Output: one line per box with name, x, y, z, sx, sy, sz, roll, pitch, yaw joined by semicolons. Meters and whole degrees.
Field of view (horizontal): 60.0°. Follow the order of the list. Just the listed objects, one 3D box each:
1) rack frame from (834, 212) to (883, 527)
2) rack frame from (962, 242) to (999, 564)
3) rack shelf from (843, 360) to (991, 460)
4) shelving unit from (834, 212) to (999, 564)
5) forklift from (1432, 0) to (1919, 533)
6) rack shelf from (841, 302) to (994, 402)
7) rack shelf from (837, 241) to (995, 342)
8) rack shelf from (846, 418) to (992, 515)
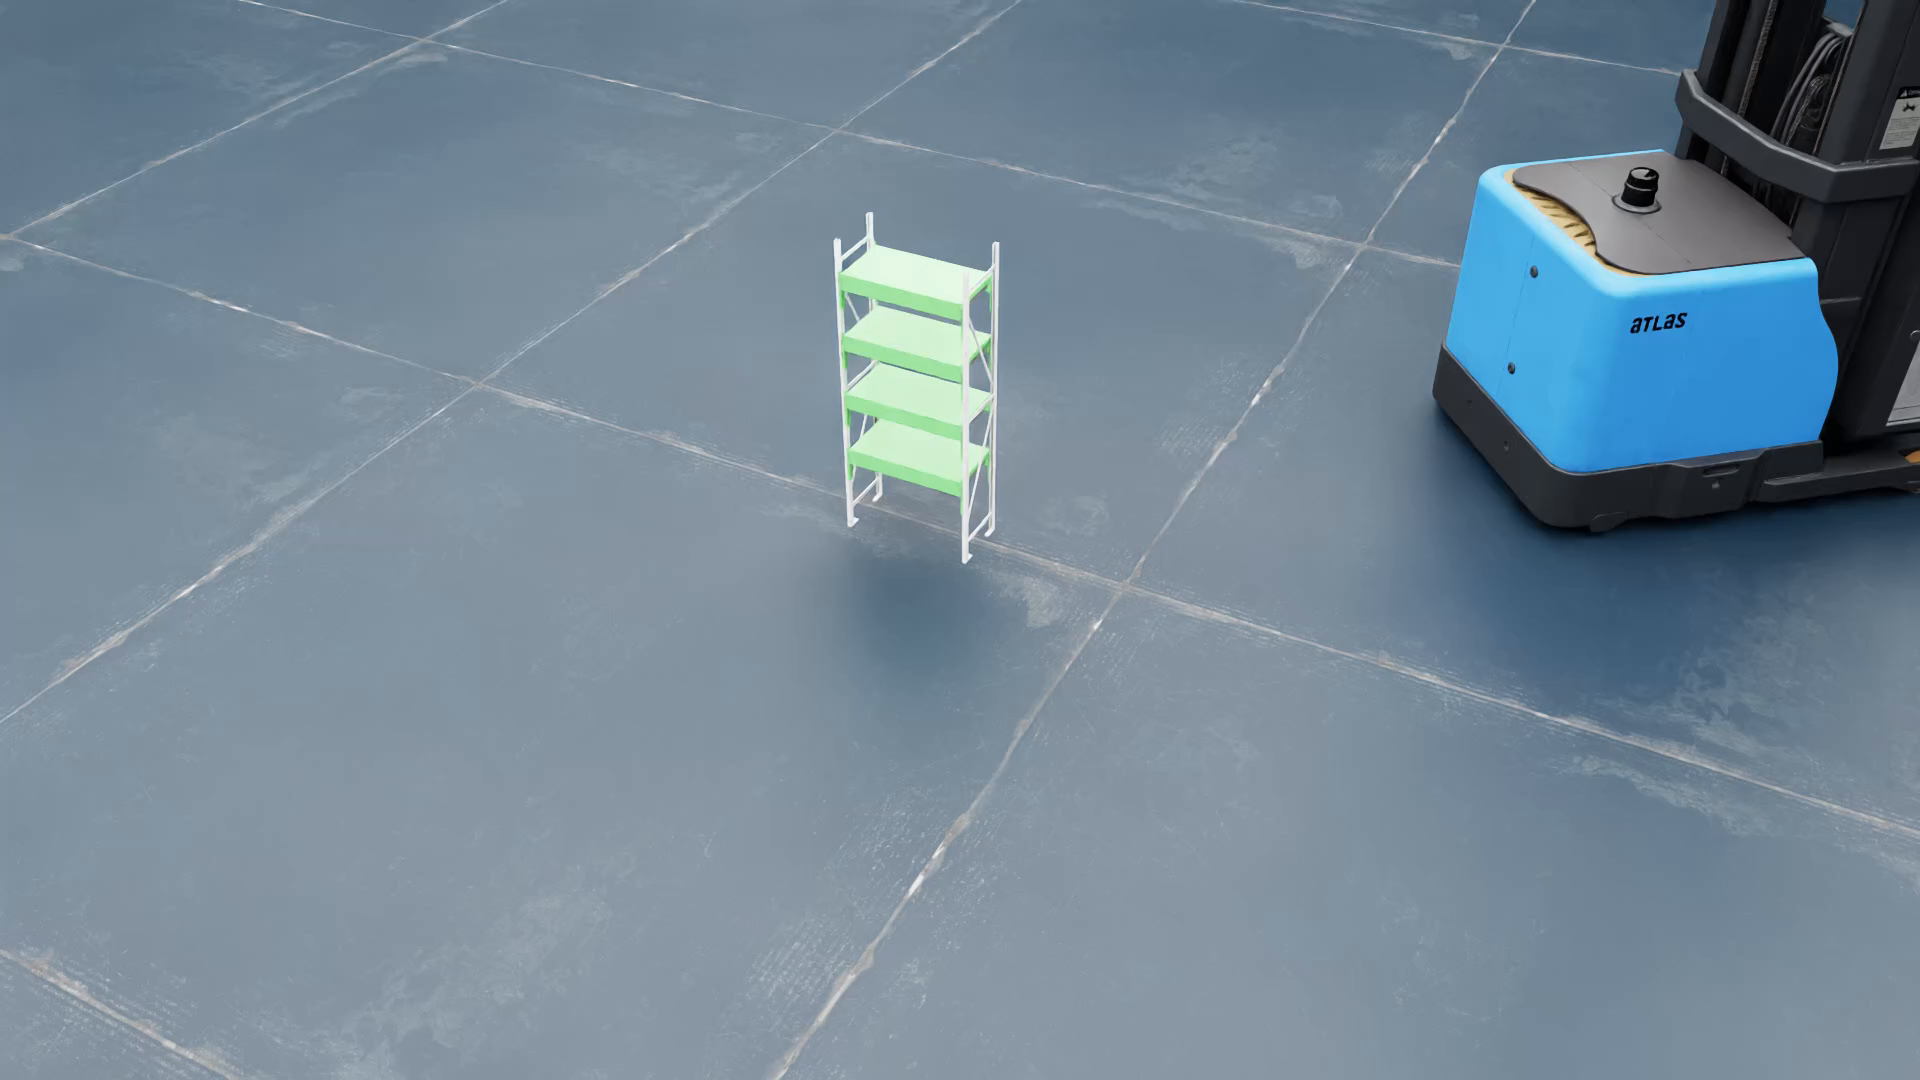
rack frame;-0.364;-0.592;6.037;0.015;1.200;0.240;17;41;21
rack frame;0.070;-0.456;5.858;0.015;1.200;0.240;17;41;21
rack shelf;-0.147;-0.473;5.987;0.480;0.148;0.258;17;41;21
shelving unit;-0.147;-0.524;5.948;0.503;1.200;0.258;17;41;21
forklift;3.540;-1.655;6.006;3.031;2.935;1.130;-8;38;-10
rack shelf;-0.147;-0.664;5.841;0.480;0.148;0.258;17;41;21
rack shelf;-0.147;-0.855;5.696;0.480;0.148;0.258;17;41;21
rack shelf;-0.147;-0.282;6.132;0.480;0.148;0.258;17;41;21
